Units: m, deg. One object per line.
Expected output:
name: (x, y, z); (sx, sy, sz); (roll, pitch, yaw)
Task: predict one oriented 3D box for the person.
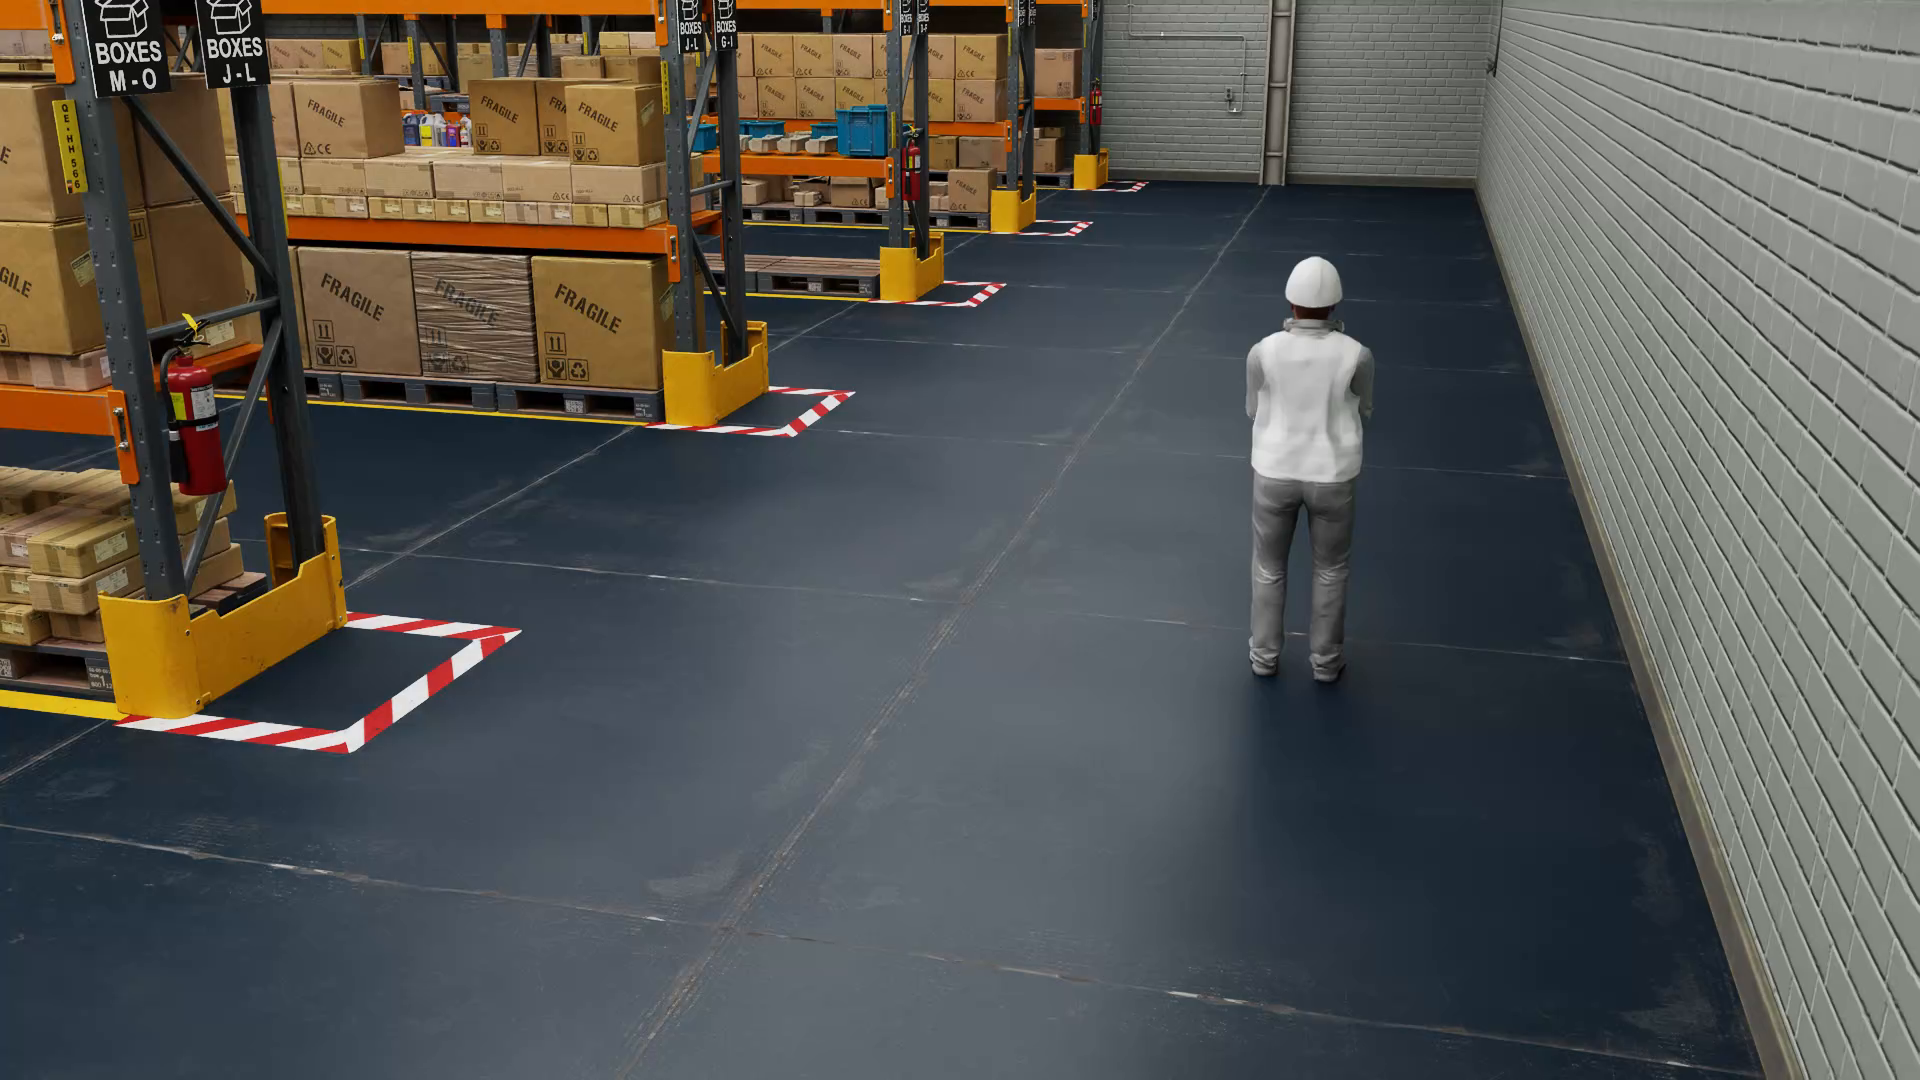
person: (1.442, -0.308, 6.948); (0.512, 1.775, 0.542); (4, 19, 13)
